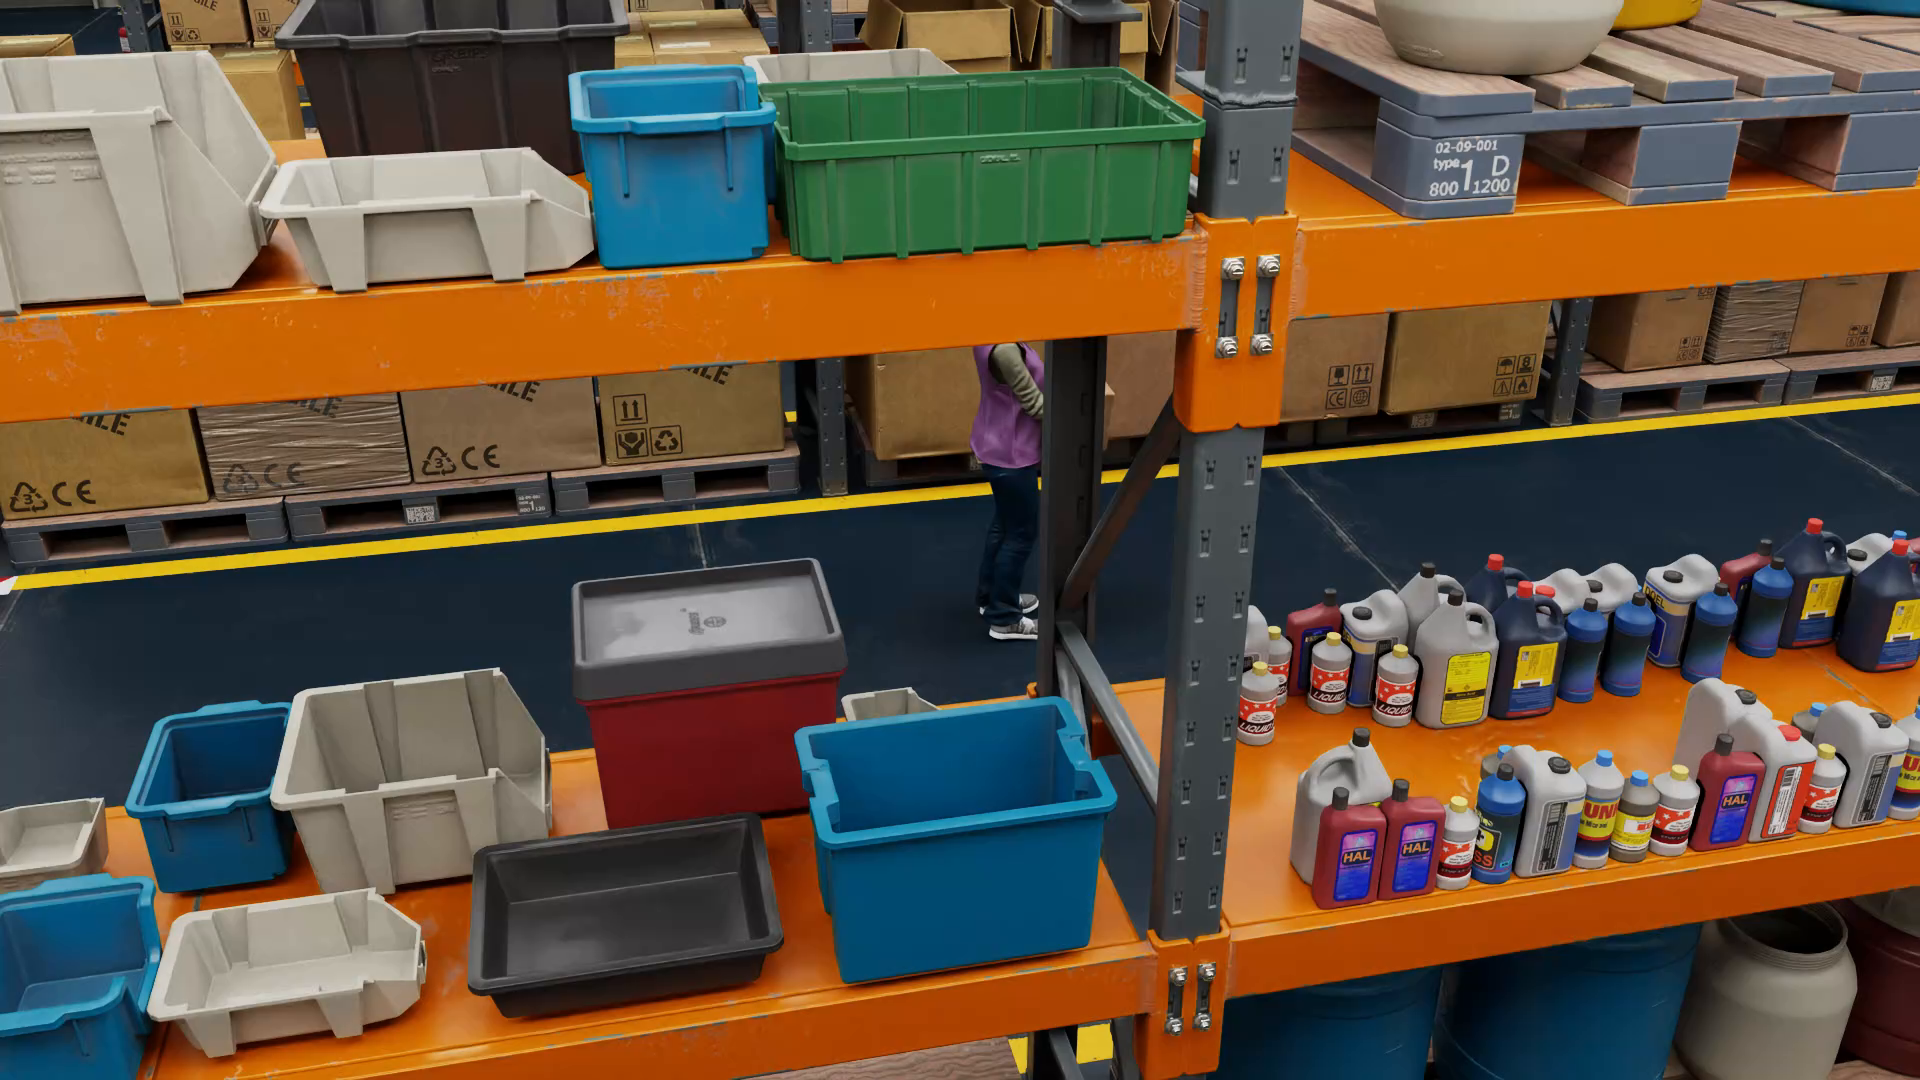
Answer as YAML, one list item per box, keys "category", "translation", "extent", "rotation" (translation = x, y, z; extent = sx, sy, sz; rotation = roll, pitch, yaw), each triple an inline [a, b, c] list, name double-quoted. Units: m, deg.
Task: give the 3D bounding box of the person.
- category: "person"
  translation: [0.283, -0.357, 6.831]
  extent: [0.500, 1.588, 0.406]
  rotation: [-6, 28, -11]
